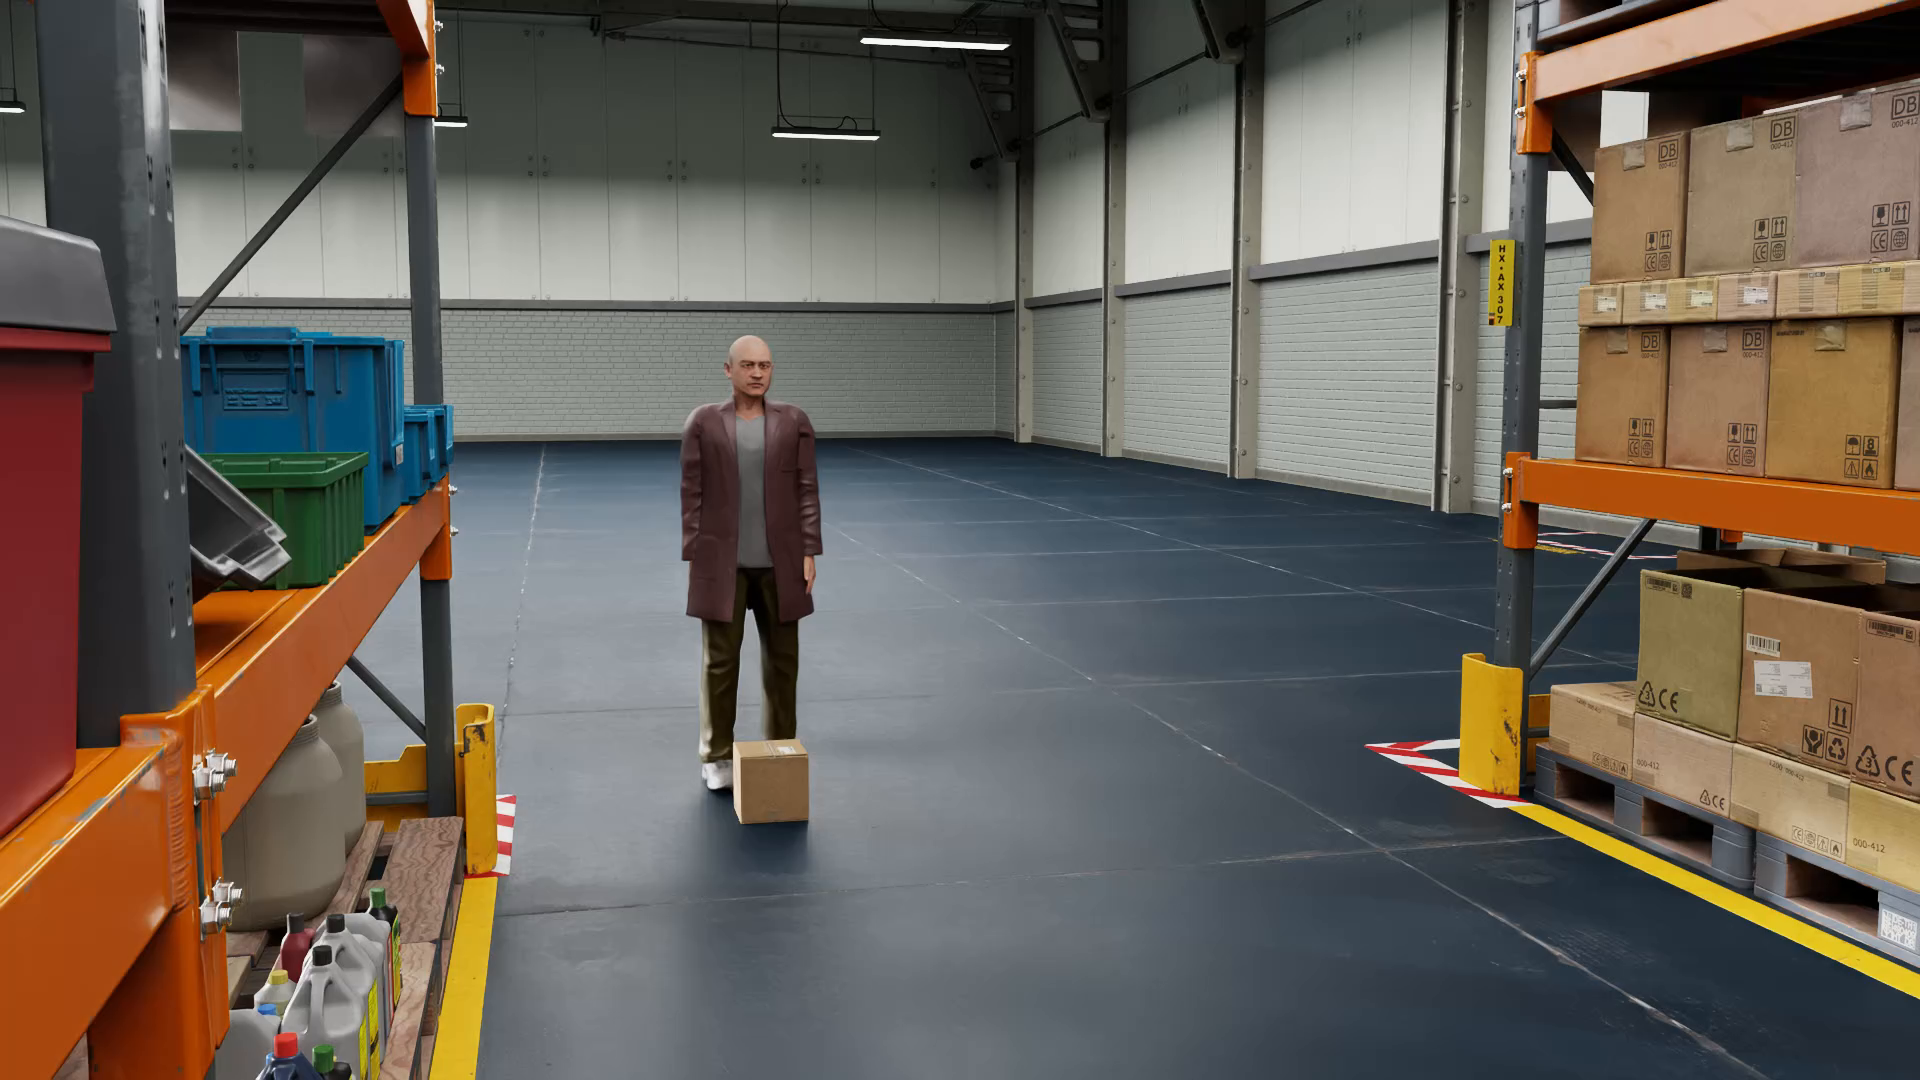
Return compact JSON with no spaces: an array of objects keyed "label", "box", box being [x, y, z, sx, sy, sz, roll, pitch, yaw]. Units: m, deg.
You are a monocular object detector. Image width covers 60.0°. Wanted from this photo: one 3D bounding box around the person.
[{"label":"person","box":[-0.817,0.090,6.577,0.561,1.783,0.418,-1,6,-13]}]
